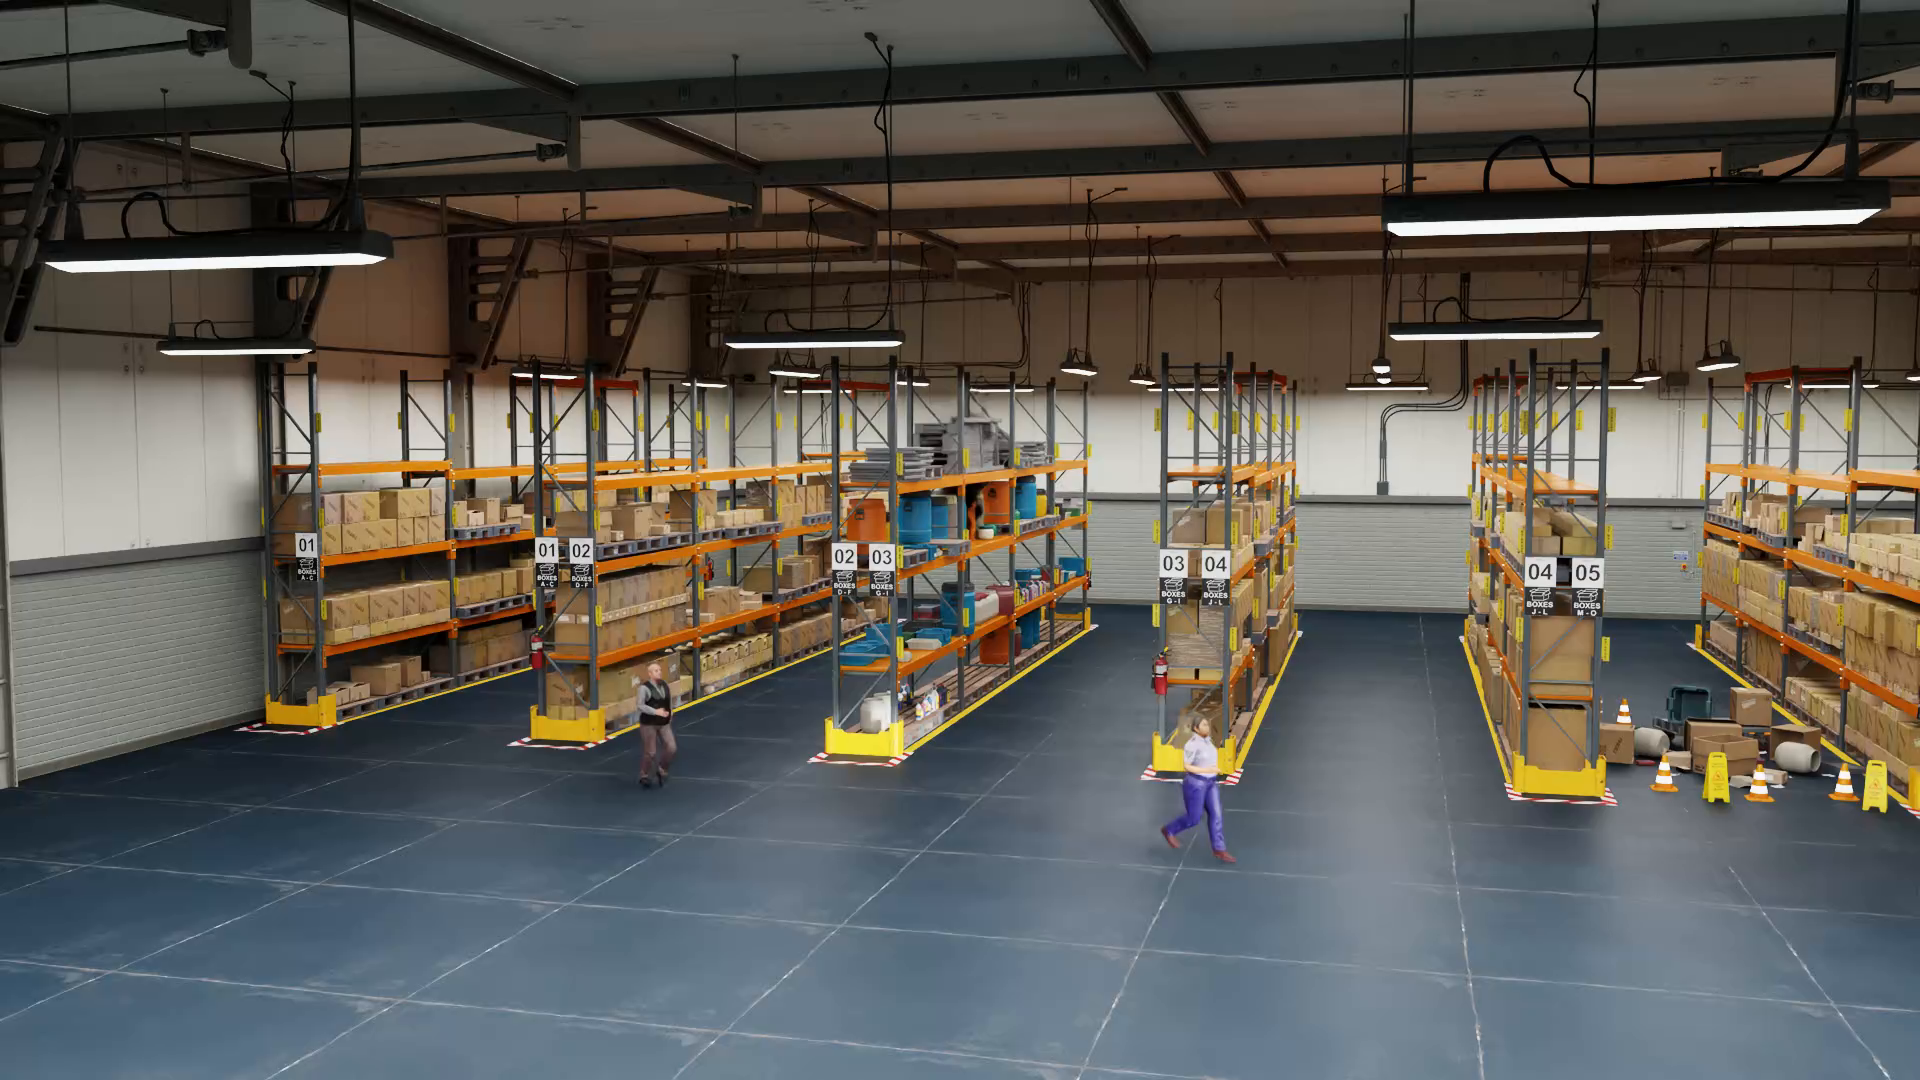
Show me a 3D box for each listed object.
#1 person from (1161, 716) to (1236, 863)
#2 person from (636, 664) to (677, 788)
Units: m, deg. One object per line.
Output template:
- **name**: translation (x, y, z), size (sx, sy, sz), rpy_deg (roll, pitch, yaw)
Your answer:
- **person**: translation (2.760, 2.842, 19.057), size (0.875, 1.633, 0.609), rpy_deg (3, 5, 40)
- **person**: translation (-4.136, 2.560, 22.774), size (0.703, 1.752, 0.676), rpy_deg (4, 6, 44)
